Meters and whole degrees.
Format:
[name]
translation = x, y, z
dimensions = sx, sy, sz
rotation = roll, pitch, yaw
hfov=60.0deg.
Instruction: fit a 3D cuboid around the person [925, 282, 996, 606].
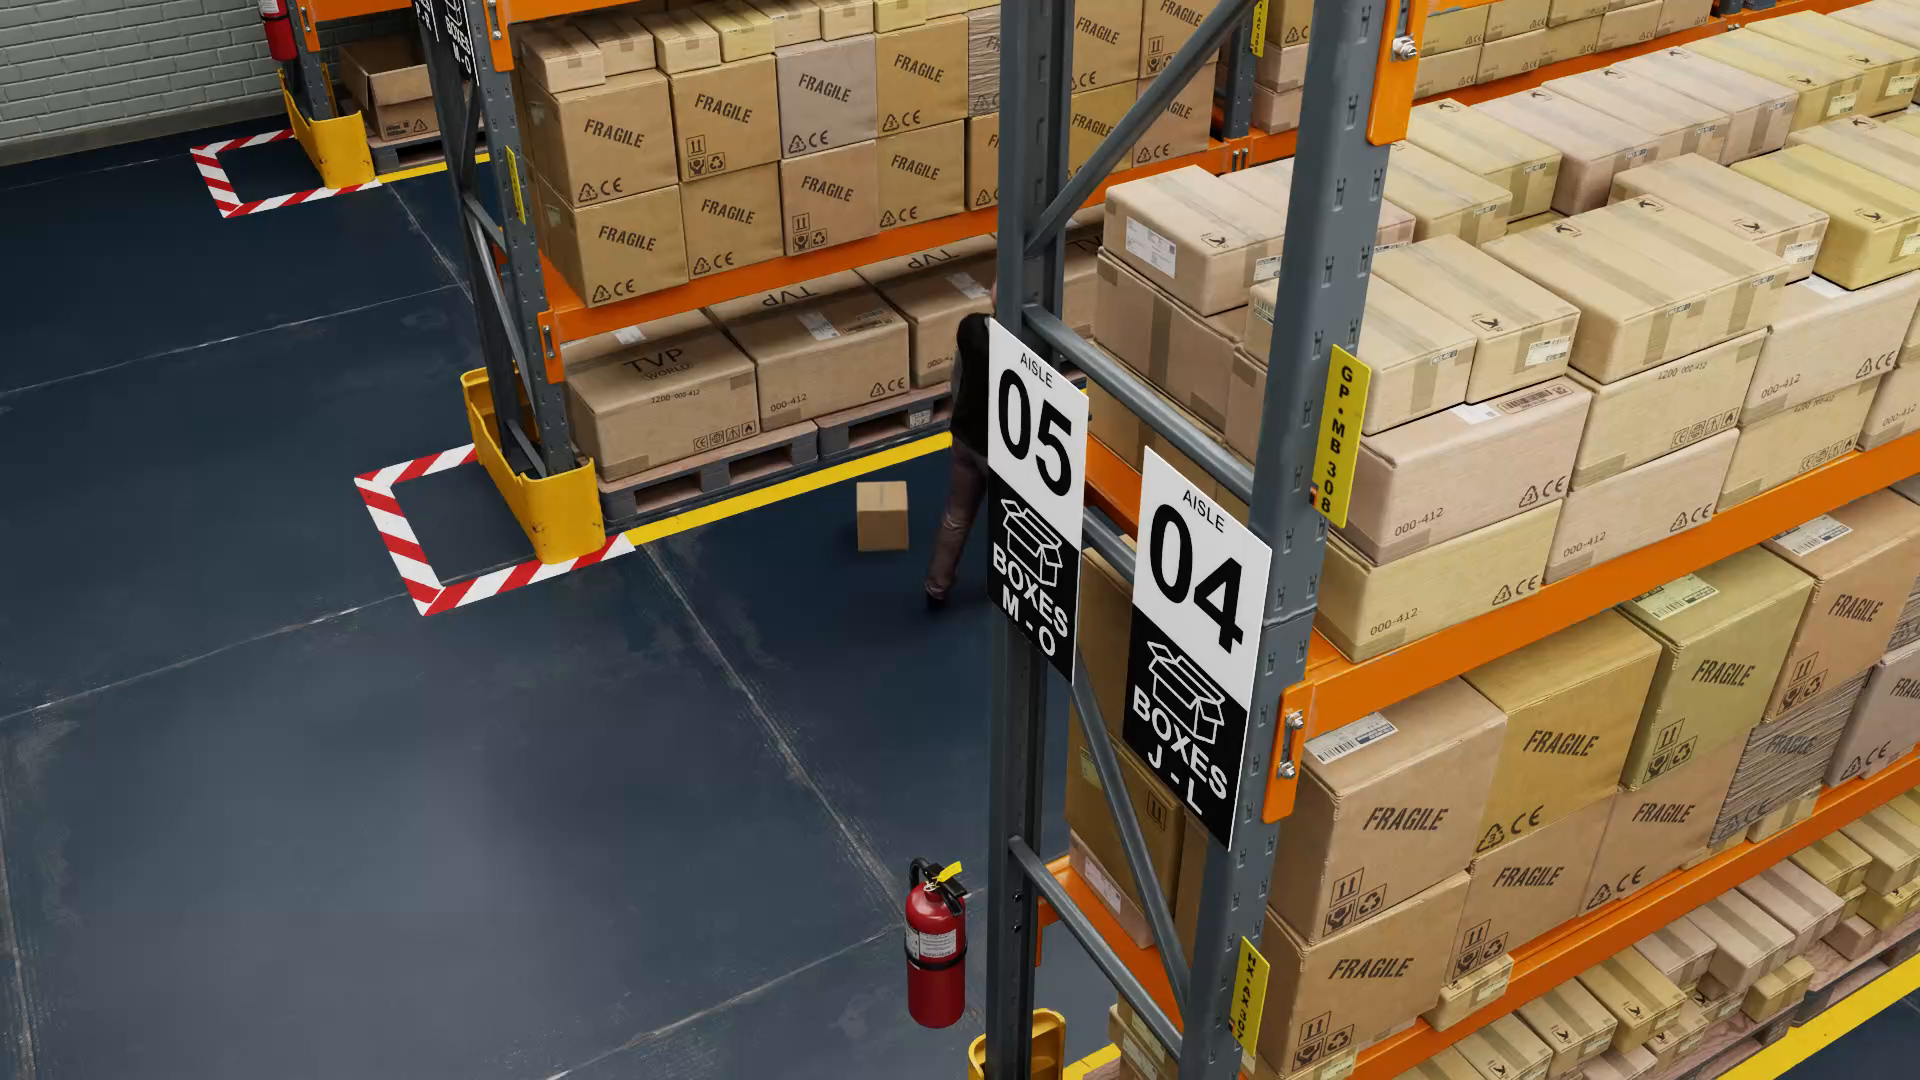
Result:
[person]
translation = 0.131, -0.417, 7.520
dimensions = 0.590, 1.711, 0.571
rotation = -25, 44, -30
